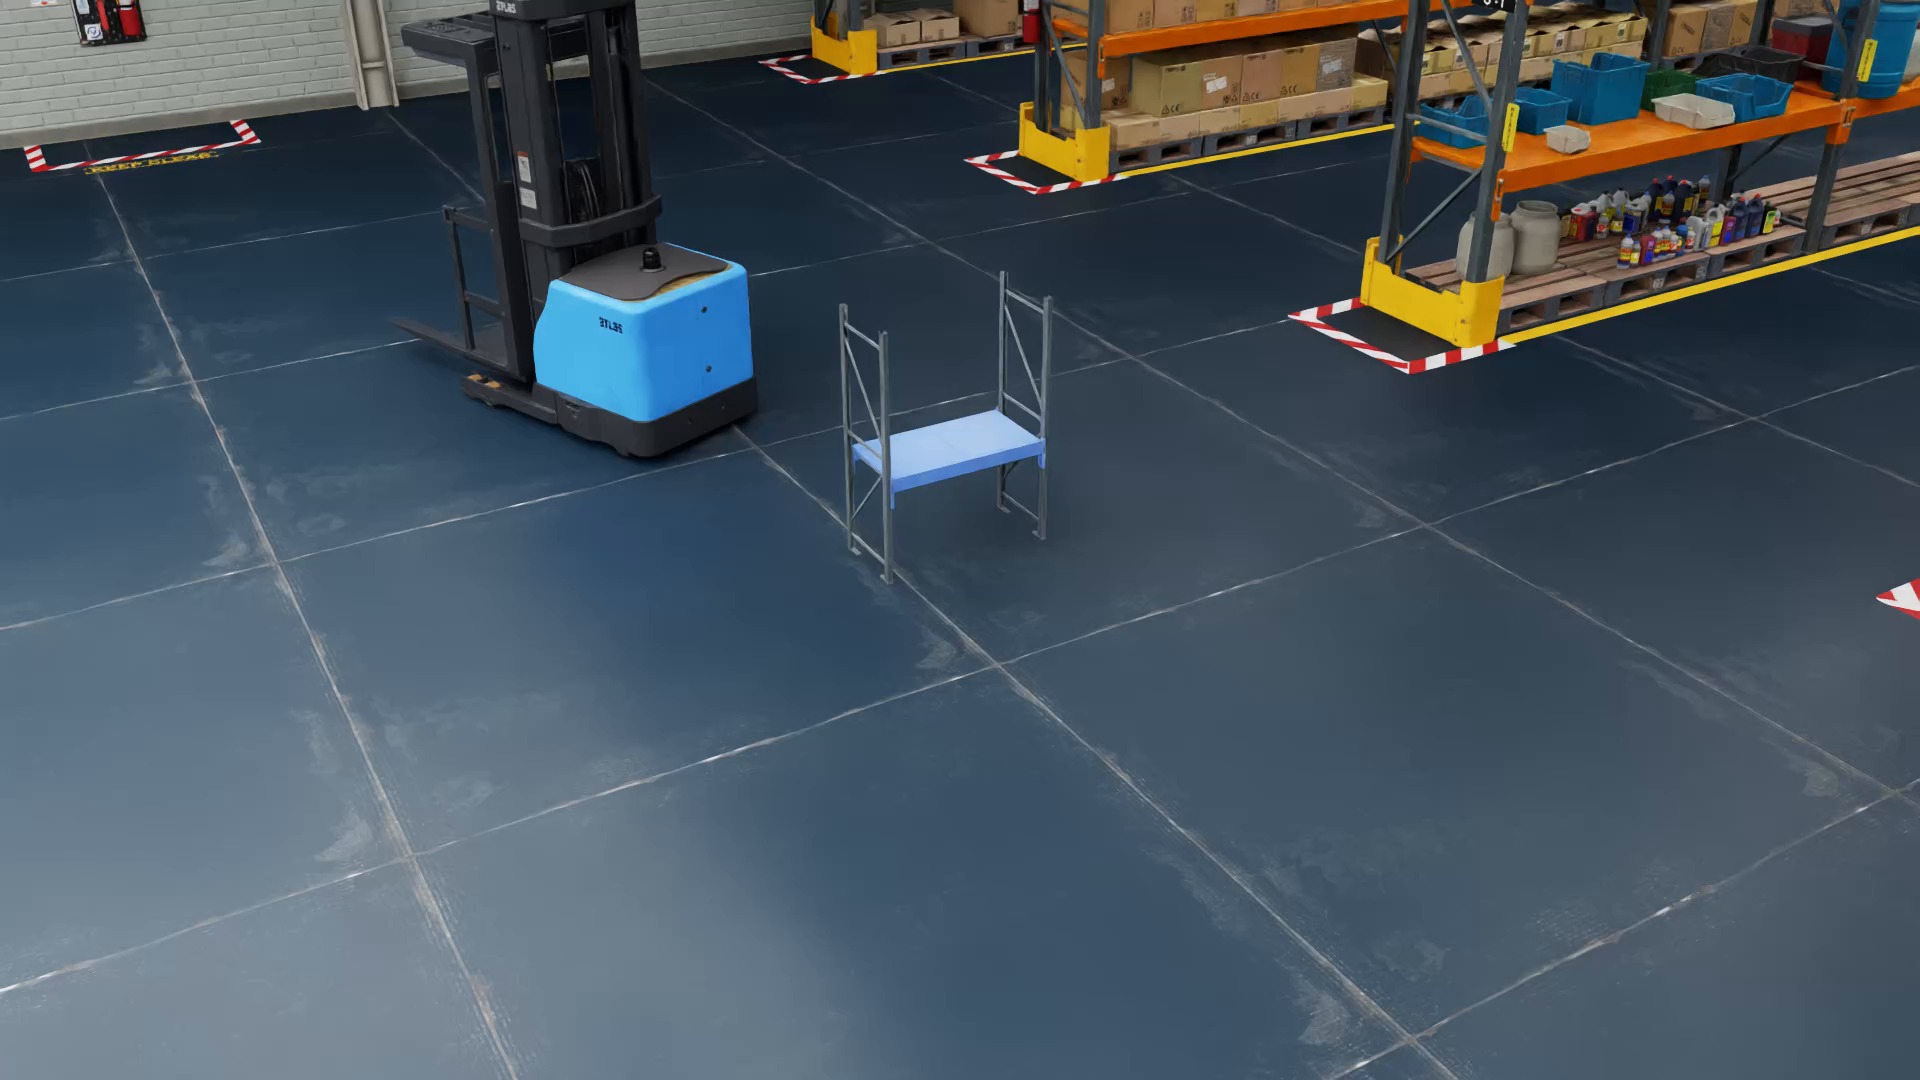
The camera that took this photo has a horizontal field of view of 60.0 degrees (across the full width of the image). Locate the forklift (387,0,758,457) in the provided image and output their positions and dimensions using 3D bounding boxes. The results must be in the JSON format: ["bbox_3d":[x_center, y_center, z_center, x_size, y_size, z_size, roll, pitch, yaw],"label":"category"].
[{"bbox_3d":[-2.829,-2.383,11.034,3.031,2.935,1.130,21,35,33],"label":"forklift"}]

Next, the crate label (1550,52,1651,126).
[{"bbox_3d":[4.995,-3.550,13.042,0.616,0.435,0.502,-16,33,-26],"label":"crate label"}]

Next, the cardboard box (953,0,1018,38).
[{"bbox_3d":[0.317,-6.627,20.786,0.500,0.500,0.700,-18,34,-29],"label":"cardboard box"}]

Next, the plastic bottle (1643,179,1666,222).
[{"bbox_3d":[5.925,-2.913,14.210,0.185,0.351,0.144,-17,33,-28],"label":"plastic bottle"}]

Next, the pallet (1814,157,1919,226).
[{"bbox_3d":[8.704,-3.239,15.400,1.213,0.211,1.003,-16,33,-26],"label":"pallet"}]

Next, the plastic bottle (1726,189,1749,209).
[{"bbox_3d":[6.511,-2.766,13.944,0.185,0.351,0.144,-16,33,-26],"label":"plastic bottle"}]

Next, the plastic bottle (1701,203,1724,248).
[{"bbox_3d":[6.140,-2.580,13.606,0.185,0.351,0.144,-16,33,-27],"label":"plastic bottle"}]

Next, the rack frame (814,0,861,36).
[{"bbox_3d":[-1.474,-7.099,19.508,0.127,3.000,1.000,-16,33,-26],"label":"rack frame"}]

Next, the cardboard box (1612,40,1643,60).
[{"bbox_3d":[7.606,-5.744,19.465,0.500,0.250,0.500,-15,32,-25],"label":"cardboard box"}]

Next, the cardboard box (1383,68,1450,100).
[{"bbox_3d":[4.960,-4.991,18.100,0.500,0.250,0.500,-17,33,-27],"label":"cardboard box"}]

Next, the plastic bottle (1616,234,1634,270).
[{"bbox_3d":[5.266,-2.284,13.152,0.097,0.271,0.097,0,29,0],"label":"plastic bottle"}]

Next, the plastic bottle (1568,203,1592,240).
[{"bbox_3d":[5.137,-2.654,13.818,0.135,0.276,0.152,-16,33,-26],"label":"plastic bottle"}]

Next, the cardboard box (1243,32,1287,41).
[{"bbox_3d":[3.067,-5.095,17.514,0.500,0.500,0.500,-16,33,-26],"label":"cardboard box"}]

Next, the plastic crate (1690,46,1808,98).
[{"bbox_3d":[6.478,-3.848,13.683,0.504,0.338,0.767,-16,33,-26],"label":"plastic crate"}]

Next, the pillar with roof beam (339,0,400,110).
[{"bbox_3d":[-4.301,-6.995,13.111,0.400,9.000,9.100,-16,33,-26],"label":"pillar with roof beam"}]

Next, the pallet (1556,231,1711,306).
[{"bbox_3d":[5.340,-2.282,13.667,1.213,0.211,1.003,-16,33,-26],"label":"pallet"}]

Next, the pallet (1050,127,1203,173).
[{"bbox_3d":[1.677,-4.020,16.815,1.213,0.211,1.003,-16,33,-26],"label":"pallet"}]

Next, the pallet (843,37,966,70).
[{"bbox_3d":[-0.690,-6.081,20.550,1.213,0.211,1.003,-16,33,-26],"label":"pallet"}]

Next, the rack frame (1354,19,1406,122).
[{"bbox_3d":[4.487,-6.015,17.545,0.127,3.000,1.000,-16,33,-26],"label":"rack frame"}]

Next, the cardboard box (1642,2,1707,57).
[{"bbox_3d":[8.473,-6.085,19.803,0.500,0.500,0.500,-14,32,-24],"label":"cardboard box"}]

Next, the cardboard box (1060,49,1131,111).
[{"bbox_3d":[1.350,-4.600,16.615,0.500,0.500,0.500,-16,33,-26],"label":"cardboard box"}]

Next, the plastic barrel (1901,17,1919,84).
[{"bbox_3d":[7.929,-4.153,14.030,0.433,0.535,0.433,0,29,0],"label":"plastic barrel"}]

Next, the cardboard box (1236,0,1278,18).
[{"bbox_3d":[2.781,-5.569,16.633,0.500,0.500,0.700,-15,32,-25],"label":"cardboard box"}]

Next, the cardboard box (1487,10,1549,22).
[{"bbox_3d":[6.446,-5.958,19.272,0.500,0.311,0.500,-17,33,-28],"label":"cardboard box"}]

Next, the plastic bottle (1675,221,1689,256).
[{"bbox_3d":[5.822,-2.442,13.438,0.097,0.271,0.097,0,29,0],"label":"plastic bottle"}]

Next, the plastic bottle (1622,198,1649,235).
[{"bbox_3d":[5.655,-2.720,13.938,0.135,0.276,0.152,-16,33,-26],"label":"plastic bottle"}]

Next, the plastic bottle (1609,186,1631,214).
[{"bbox_3d":[5.558,-2.809,14.021,0.185,0.351,0.144,-16,33,-27],"label":"plastic bottle"}]

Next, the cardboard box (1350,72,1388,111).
[{"bbox_3d":[4.198,-4.791,17.737,0.500,0.250,0.500,-16,33,-26],"label":"cardboard box"}]

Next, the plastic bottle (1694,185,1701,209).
[{"bbox_3d":[6.409,-2.998,14.519,0.097,0.201,0.097,0,29,0],"label":"plastic bottle"}]

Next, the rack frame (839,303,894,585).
[{"bbox_3d":[-0.512,-0.511,9.124,0.032,1.500,0.500,-16,33,-26],"label":"rack frame"}]

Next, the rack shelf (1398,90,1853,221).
[{"bbox_3d":[5.269,-3.146,13.091,4.000,0.370,1.077,-16,33,-26],"label":"rack shelf"}]

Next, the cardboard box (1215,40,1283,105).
[{"bbox_3d":[2.908,-4.749,16.886,0.500,0.500,0.500,-16,33,-26],"label":"cardboard box"}]

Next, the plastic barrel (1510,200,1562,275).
[{"bbox_3d":[4.506,-2.382,13.102,0.421,0.512,0.421,0,29,0],"label":"plastic barrel"}]

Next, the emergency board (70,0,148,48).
[{"bbox_3d":[-8.632,-5.573,16.743,0.643,1.169,0.194,-16,33,-26],"label":"emergency board"}]

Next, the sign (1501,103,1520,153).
[{"bbox_3d":[3.820,-2.863,11.546,0.005,0.325,0.100,-16,33,-26],"label":"sign"}]

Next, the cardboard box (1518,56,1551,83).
[{"bbox_3d":[6.286,-5.367,18.782,0.500,0.250,0.500,-15,32,-25],"label":"cardboard box"}]

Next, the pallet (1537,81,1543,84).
[{"bbox_3d":[7.206,-5.588,19.657,1.213,0.211,1.003,-16,33,-26],"label":"pallet"}]

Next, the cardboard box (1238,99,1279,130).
[{"bbox_3d":[2.908,-4.421,17.068,0.500,0.250,0.500,-16,33,-26],"label":"cardboard box"}]

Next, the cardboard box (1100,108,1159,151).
[{"bbox_3d":[1.614,-4.055,16.404,0.500,0.250,0.500,-16,33,-26],"label":"cardboard box"}]

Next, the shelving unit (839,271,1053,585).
[{"bbox_3d":[-0.074,-0.636,9.350,1.048,1.500,0.538,-16,33,-26],"label":"shelving unit"}]

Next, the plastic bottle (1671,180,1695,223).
[{"bbox_3d":[6.160,-2.899,14.184,0.185,0.351,0.144,-16,33,-26],"label":"plastic bottle"}]

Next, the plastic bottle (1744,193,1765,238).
[{"bbox_3d":[6.584,-2.706,13.835,0.185,0.351,0.144,-17,33,-28],"label":"plastic bottle"}]

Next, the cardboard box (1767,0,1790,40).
[{"bbox_3d":[9.804,-6.466,20.494,0.500,0.500,0.500,-17,33,-28],"label":"cardboard box"}]

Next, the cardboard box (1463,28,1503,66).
[{"bbox_3d":[5.850,-5.486,18.416,0.500,0.311,0.500,-17,33,-28],"label":"cardboard box"}]

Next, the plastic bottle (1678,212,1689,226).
[{"bbox_3d":[5.944,-2.556,13.634,0.133,0.283,0.061,-16,33,-26],"label":"plastic bottle"}]

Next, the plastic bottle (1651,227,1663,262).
[{"bbox_3d":[5.561,-2.368,13.304,0.097,0.271,0.097,0,29,0],"label":"plastic bottle"}]

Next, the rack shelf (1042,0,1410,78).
[{"bbox_3d":[2.763,-5.211,16.832,4.000,0.370,1.077,-16,33,-26],"label":"rack shelf"}]

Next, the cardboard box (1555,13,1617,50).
[{"bbox_3d":[7.164,-5.859,19.093,0.500,0.311,0.500,-16,33,-27],"label":"cardboard box"}]

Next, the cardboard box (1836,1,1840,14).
[{"bbox_3d":[11.104,-6.831,21.156,0.500,0.500,0.500,-16,33,-27],"label":"cardboard box"}]

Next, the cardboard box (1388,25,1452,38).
[{"bbox_3d":[5.137,-5.589,18.604,0.500,0.311,0.500,-15,32,-25],"label":"cardboard box"}]

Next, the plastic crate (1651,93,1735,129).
[{"bbox_3d":[5.722,-3.332,12.957,0.437,0.136,0.530,-16,33,-26],"label":"plastic crate"}]

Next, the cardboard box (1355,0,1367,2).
[{"bbox_3d":[4.108,-5.948,17.319,0.500,0.500,0.700,-17,33,-28],"label":"cardboard box"}]

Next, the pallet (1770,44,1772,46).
[{"bbox_3d":[10.702,-6.538,21.378,1.213,0.211,1.003,-16,33,-26],"label":"pallet"}]

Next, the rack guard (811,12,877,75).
[{"bbox_3d":[-1.409,-6.023,20.146,0.348,0.500,1.175,-16,33,-26],"label":"rack guard"}]

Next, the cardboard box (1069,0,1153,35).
[{"bbox_3d":[1.448,-5.189,15.944,0.500,0.500,0.700,-16,33,-26],"label":"cardboard box"}]
